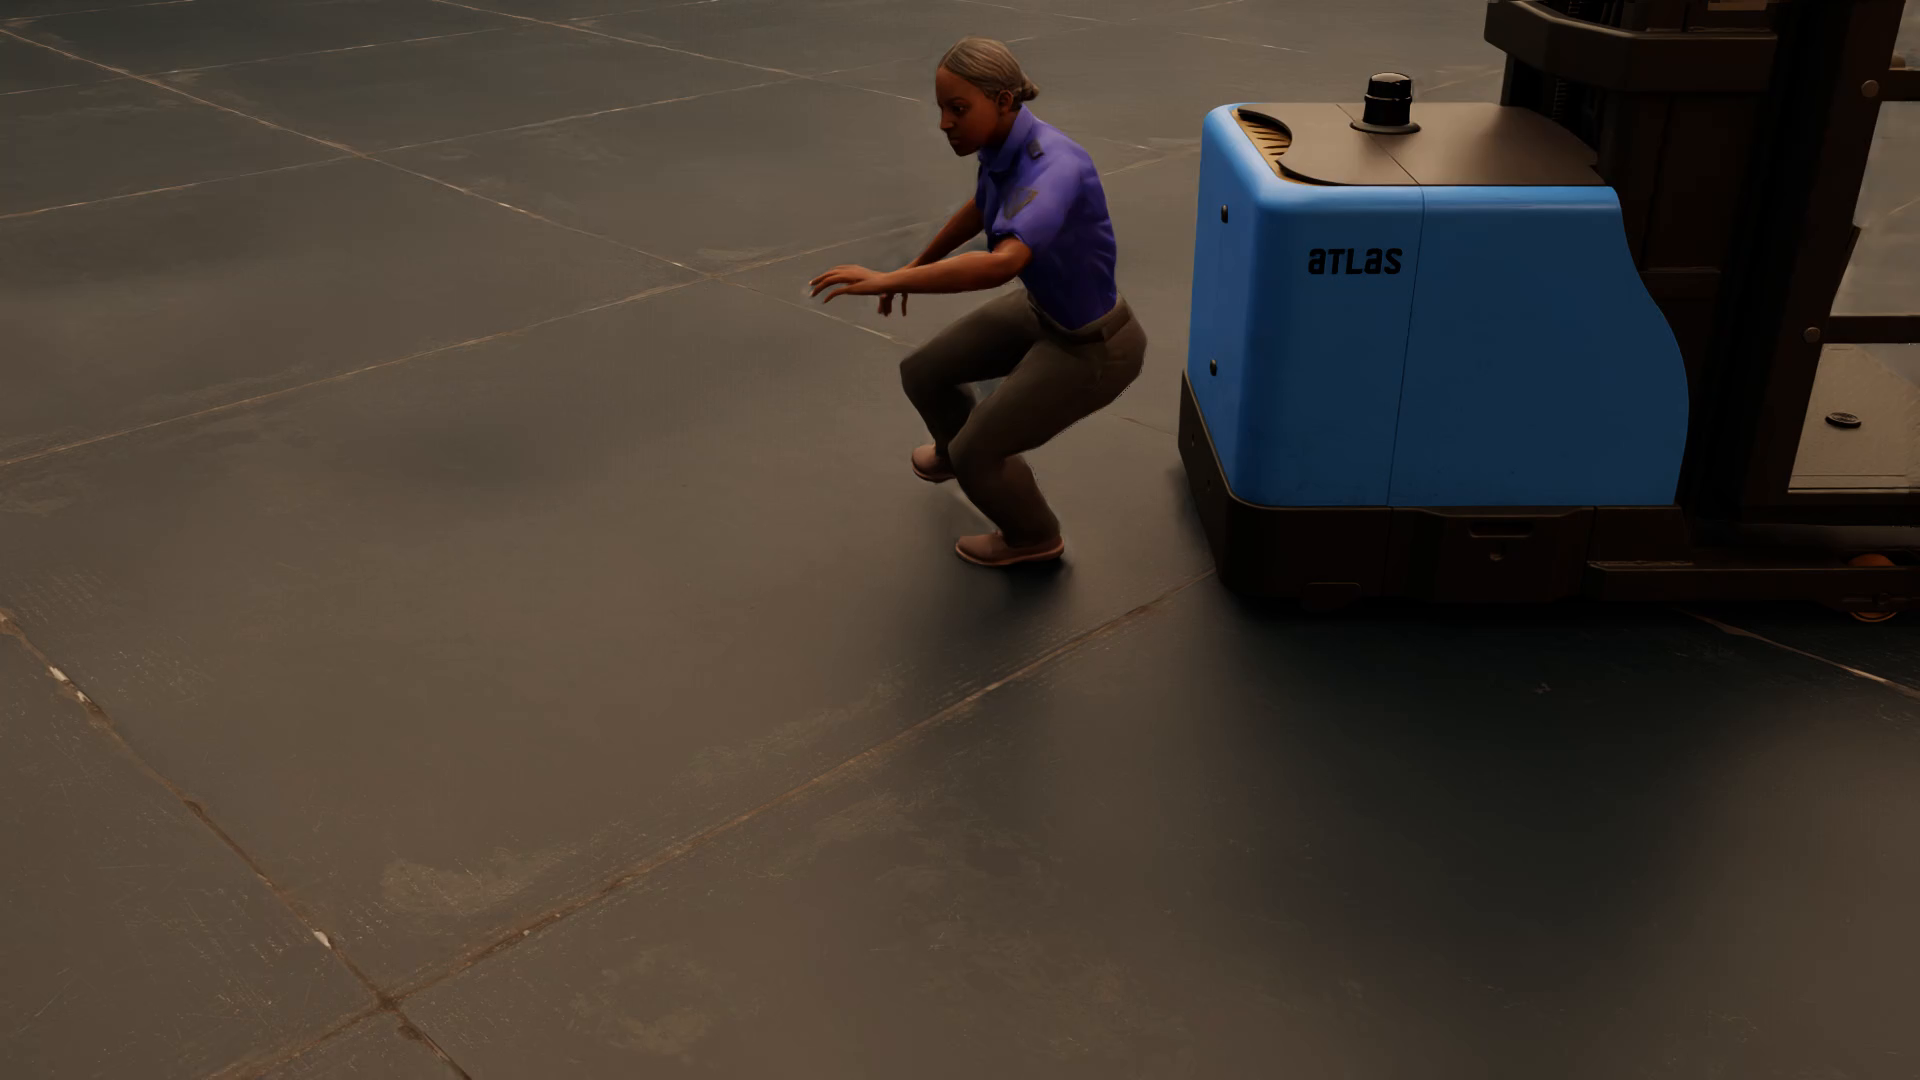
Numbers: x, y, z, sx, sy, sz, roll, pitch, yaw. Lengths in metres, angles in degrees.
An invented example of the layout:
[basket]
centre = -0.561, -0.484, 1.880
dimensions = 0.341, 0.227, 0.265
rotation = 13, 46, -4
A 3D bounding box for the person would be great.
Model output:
[person]
centre = -0.037, -0.514, 4.010
dimensions = 0.878, 1.417, 1.095
rotation = -10, 28, -19

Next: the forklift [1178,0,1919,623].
[forklift]
centre = 2.167, -1.346, 3.959
dimensions = 3.031, 2.935, 1.130
rotation = 0, 26, 0
